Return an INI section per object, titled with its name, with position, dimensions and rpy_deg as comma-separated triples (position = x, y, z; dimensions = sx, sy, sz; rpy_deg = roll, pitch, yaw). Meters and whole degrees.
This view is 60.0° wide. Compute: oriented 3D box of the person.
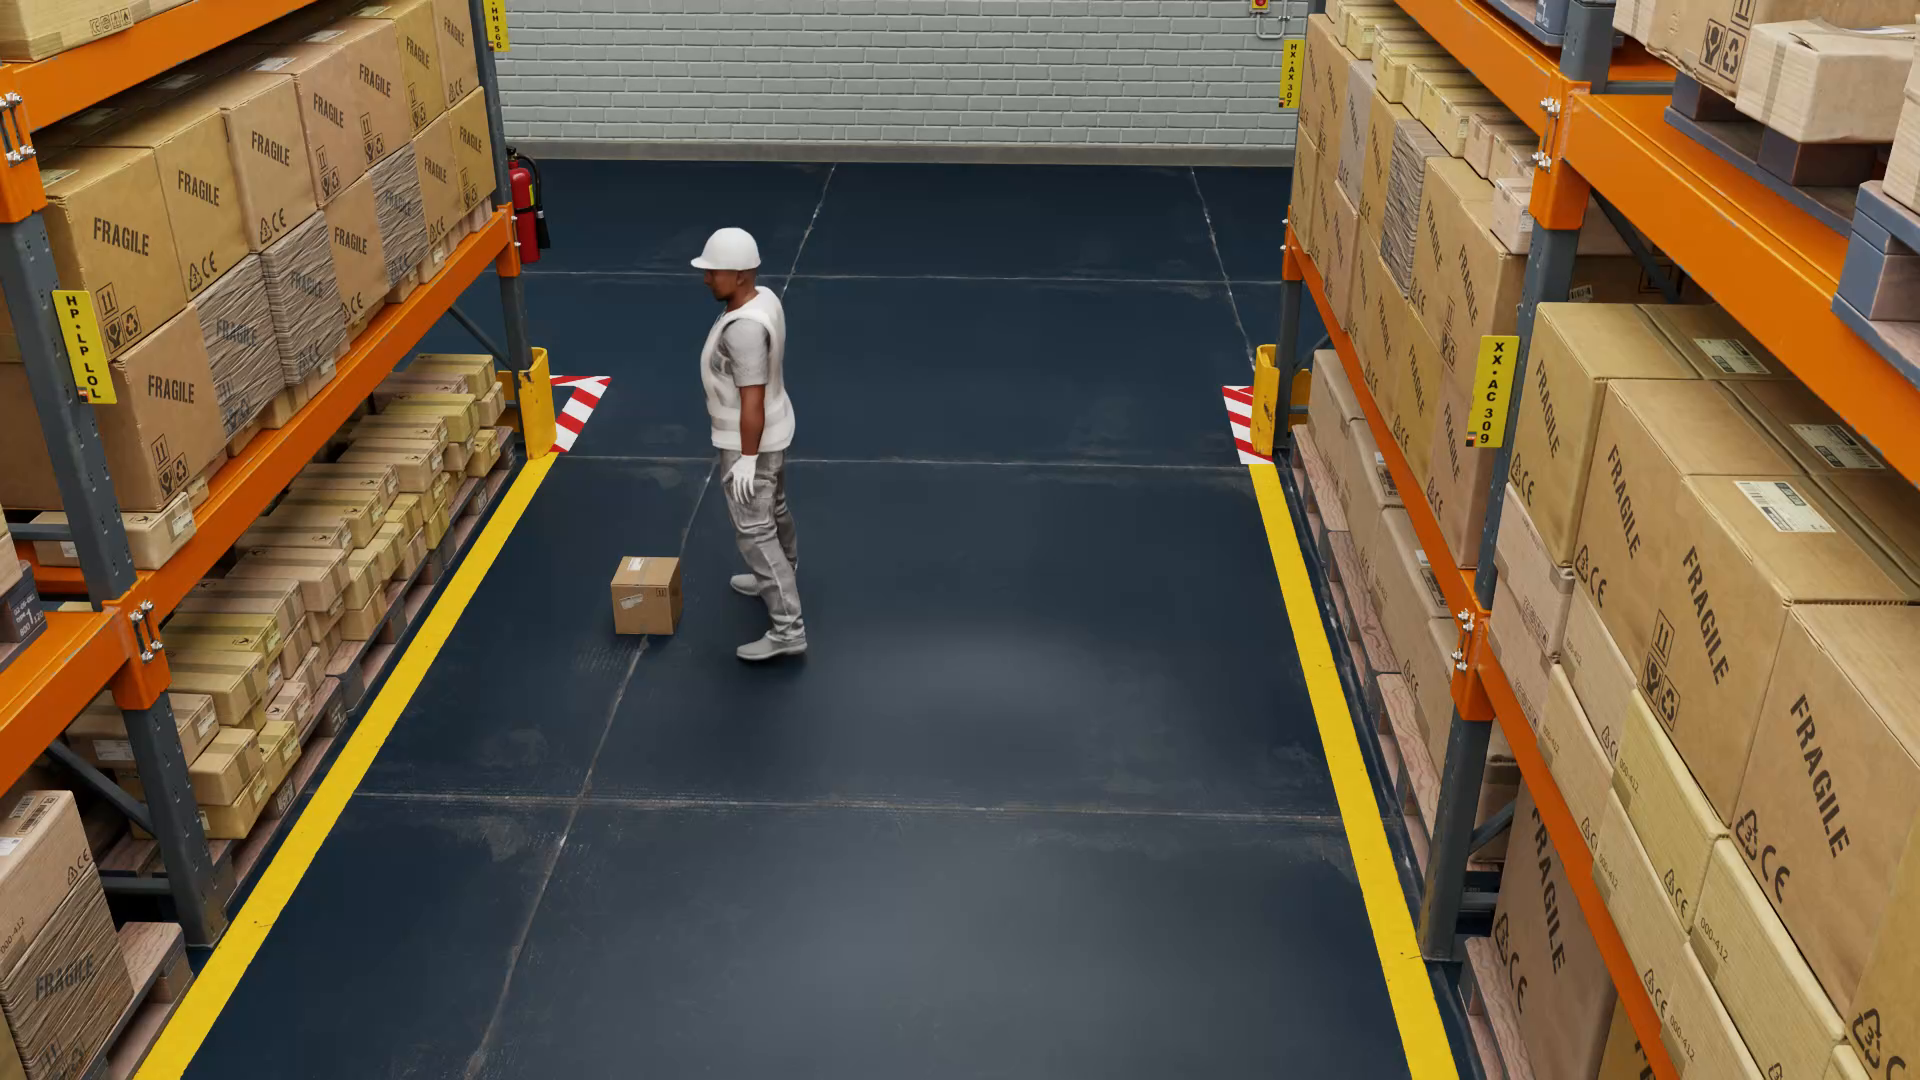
[person]
position = -0.847, -0.418, 6.905
dimensions = 0.428, 1.788, 0.708
rpy_deg = 1, 28, 2
